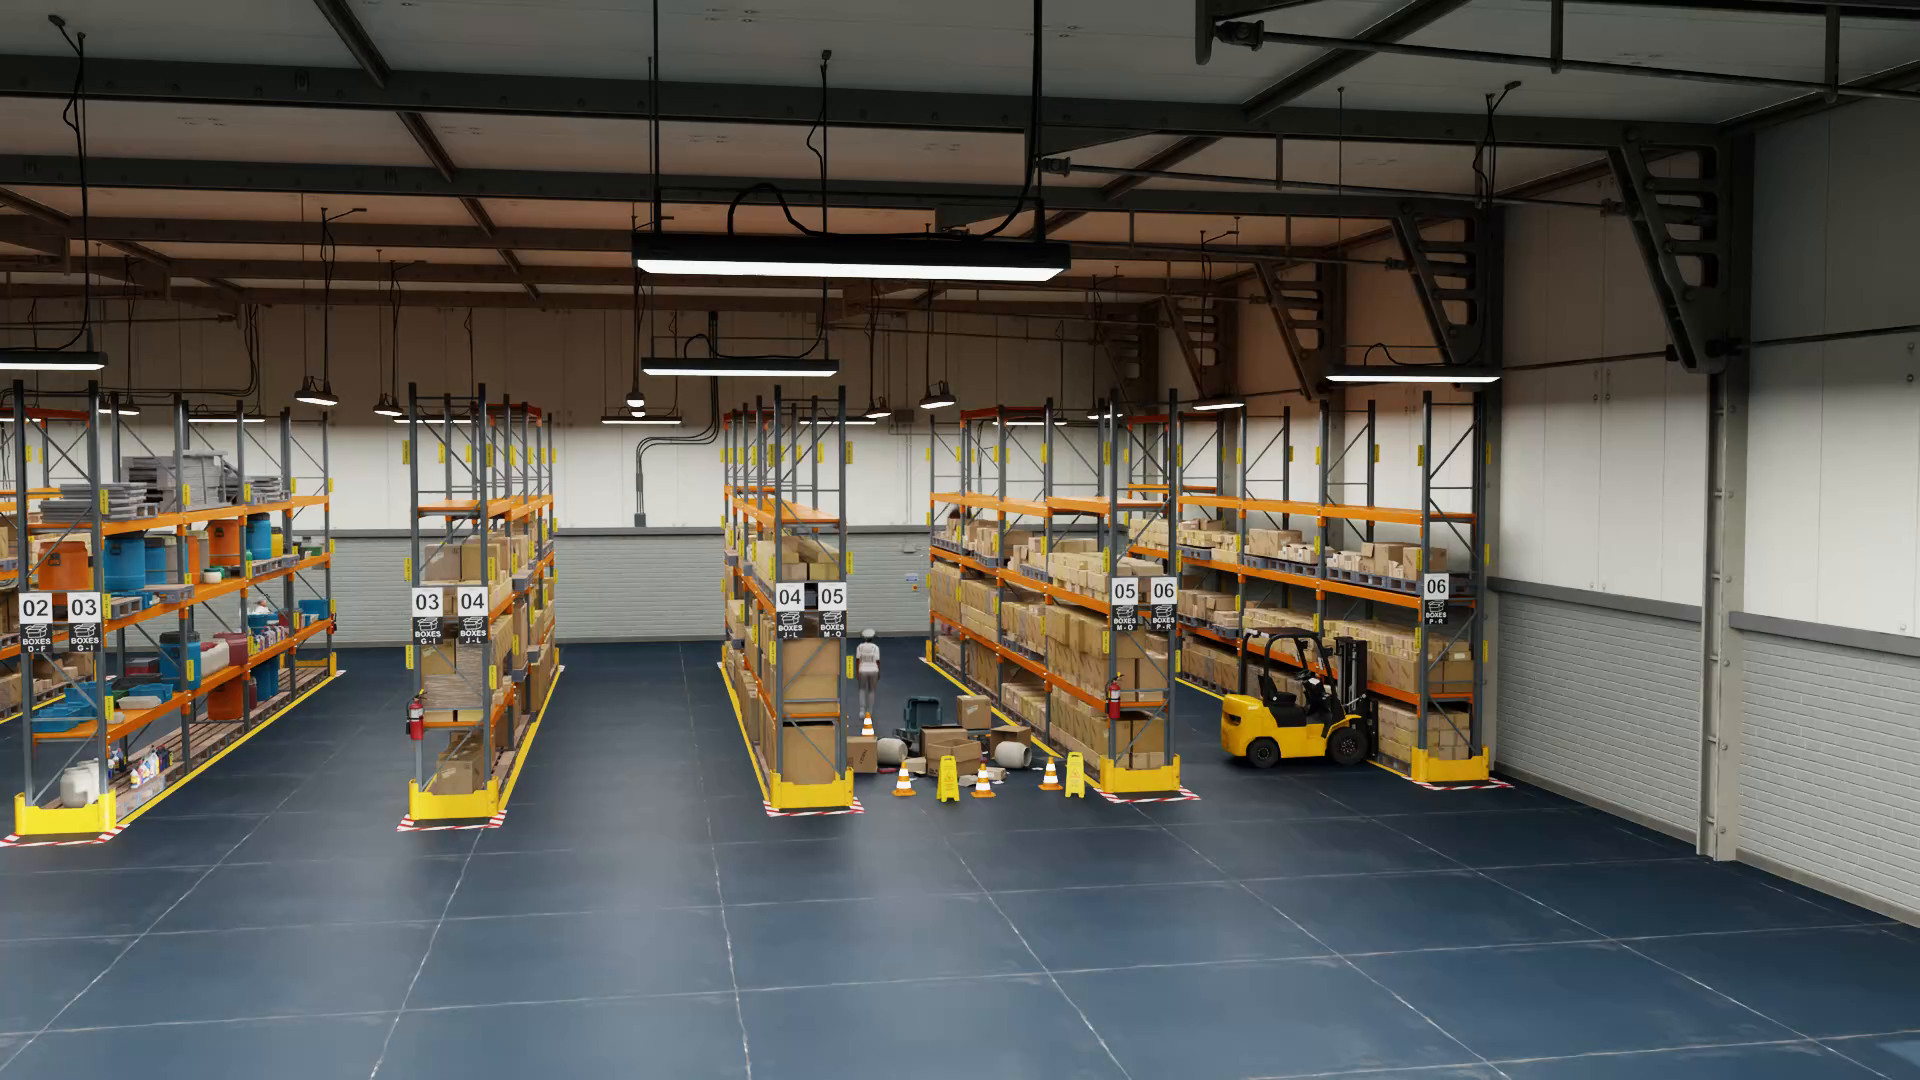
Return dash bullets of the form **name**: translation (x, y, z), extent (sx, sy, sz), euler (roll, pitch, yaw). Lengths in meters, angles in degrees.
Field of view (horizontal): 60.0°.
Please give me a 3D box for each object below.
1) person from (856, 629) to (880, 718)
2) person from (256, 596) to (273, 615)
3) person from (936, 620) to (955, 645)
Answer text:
- **person**: translation (-1.750, 2.545, 31.666), extent (0.457, 1.702, 0.451), euler (0, 3, 2)
- **person**: translation (-16.488, 2.174, 39.493), extent (0.503, 1.687, 0.490), euler (0, 3, -1)
- **person**: translation (-0.326, 2.021, 42.288), extent (0.475, 1.657, 0.603), euler (-2, 3, -33)
